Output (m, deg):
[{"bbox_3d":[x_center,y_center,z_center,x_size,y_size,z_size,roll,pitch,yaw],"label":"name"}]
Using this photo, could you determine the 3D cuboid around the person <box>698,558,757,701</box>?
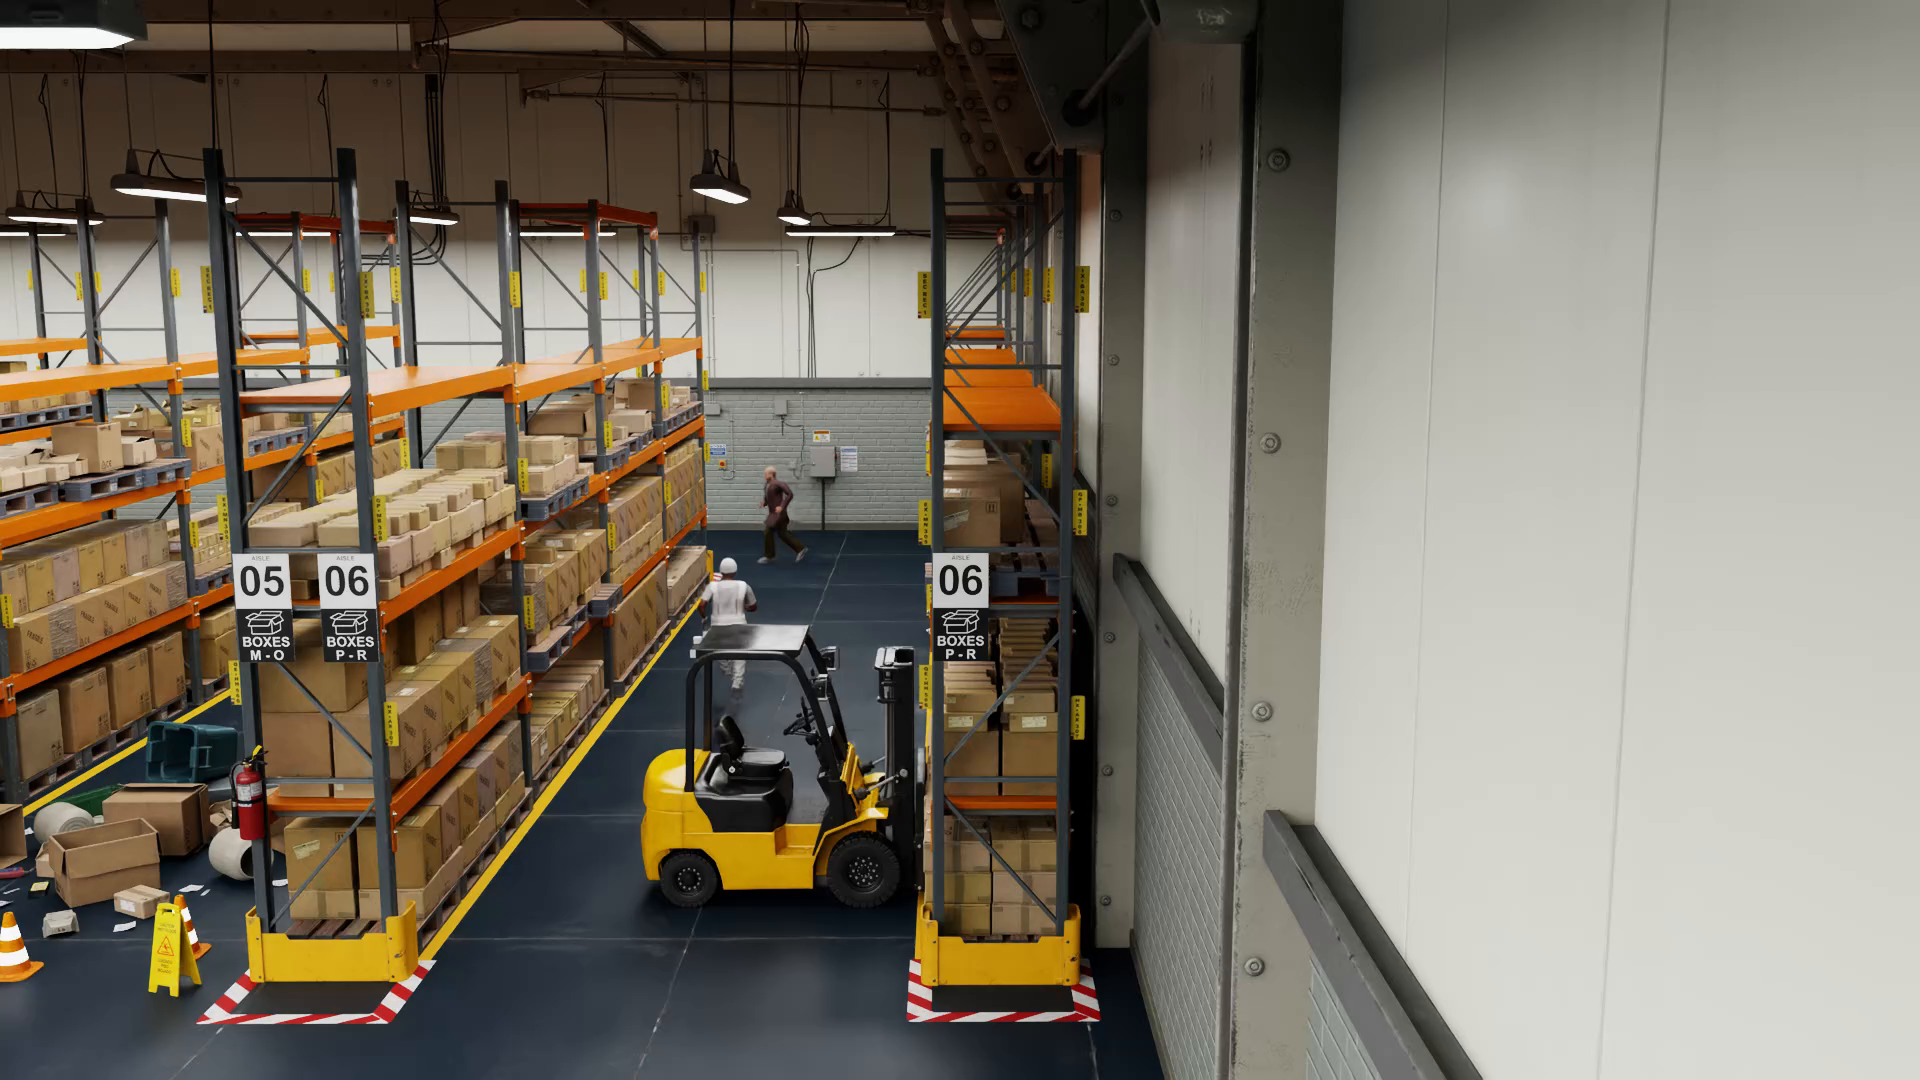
[{"bbox_3d":[-2.791,1.050,20.062,0.700,1.694,0.961,-1,9,-6],"label":"person"}]

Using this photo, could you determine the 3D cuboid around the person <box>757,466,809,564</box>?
[{"bbox_3d":[-3.185,-0.456,29.696,0.939,1.741,0.668,-3,10,-17],"label":"person"}]
